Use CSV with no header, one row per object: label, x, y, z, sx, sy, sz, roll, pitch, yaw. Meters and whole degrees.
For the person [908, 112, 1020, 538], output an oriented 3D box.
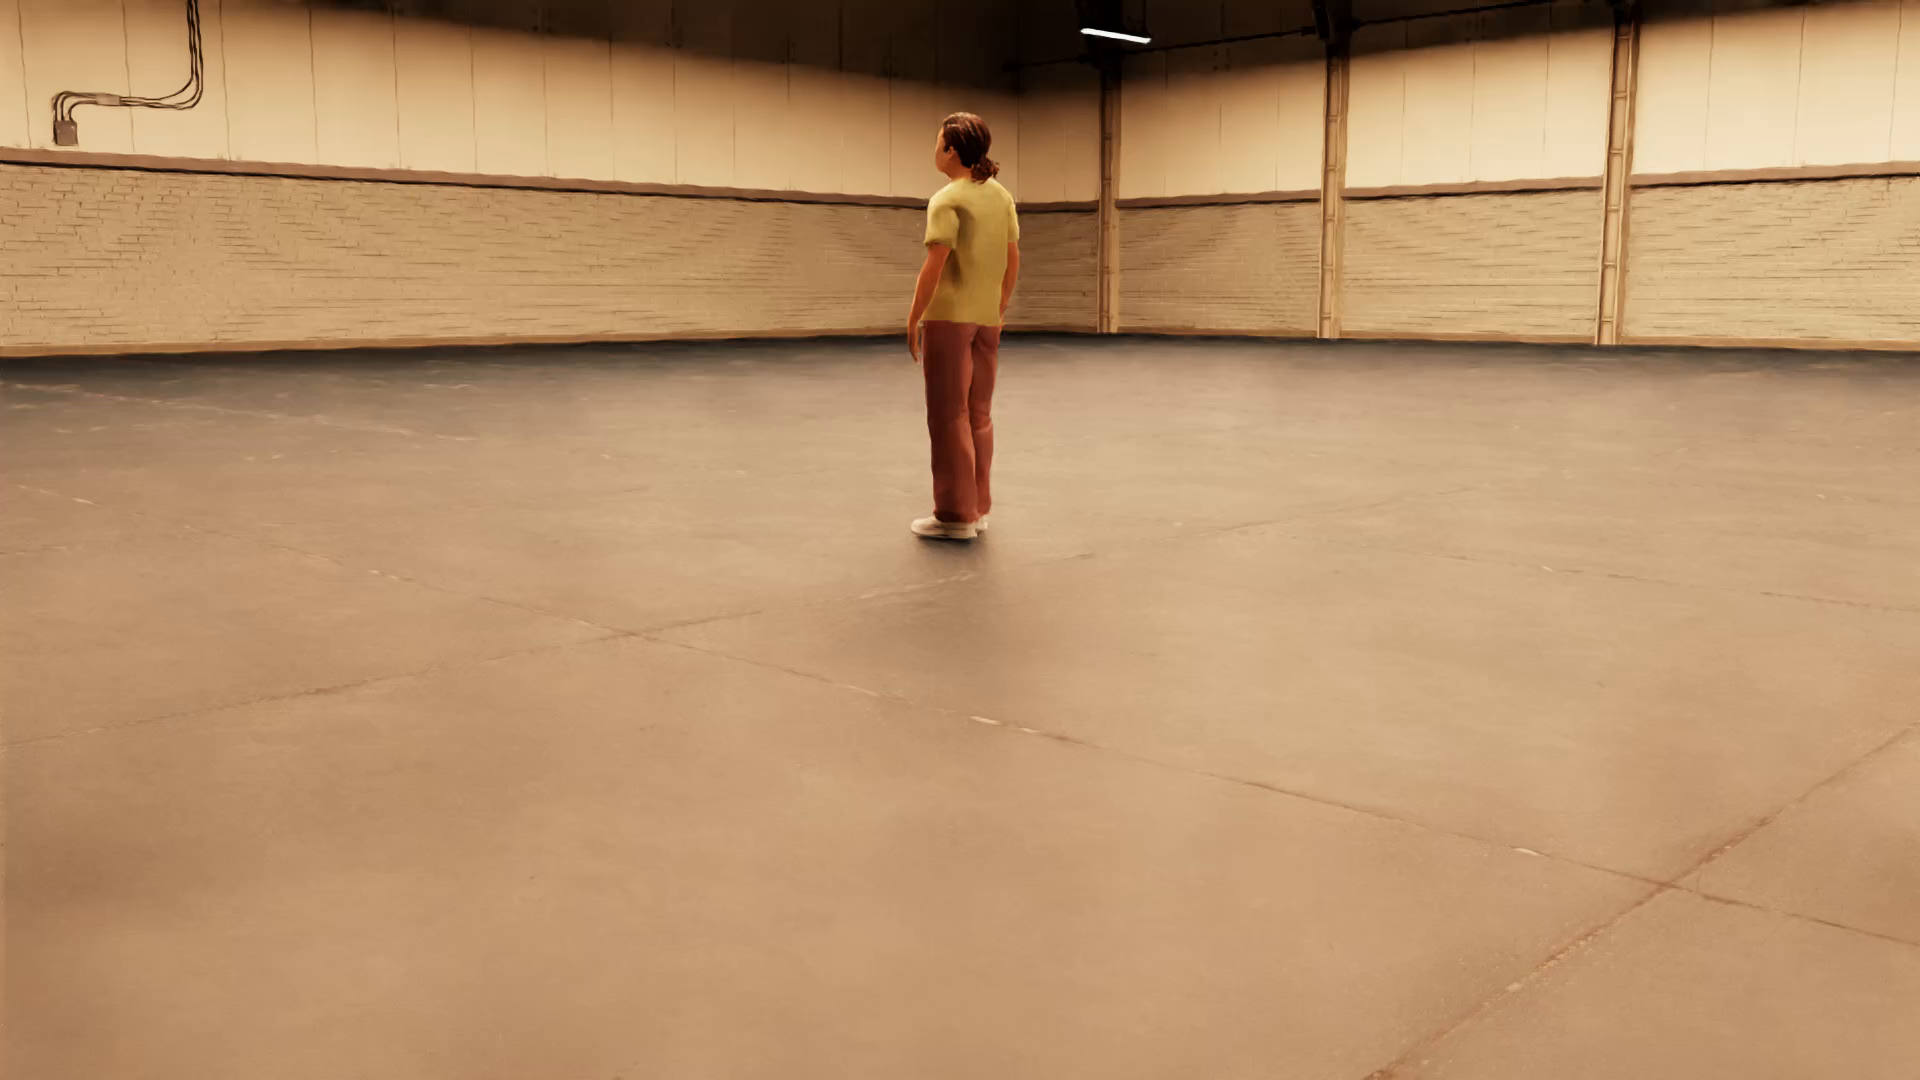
person,-0.046,-0.844,6.650,0.548,1.674,0.555,8,12,43
